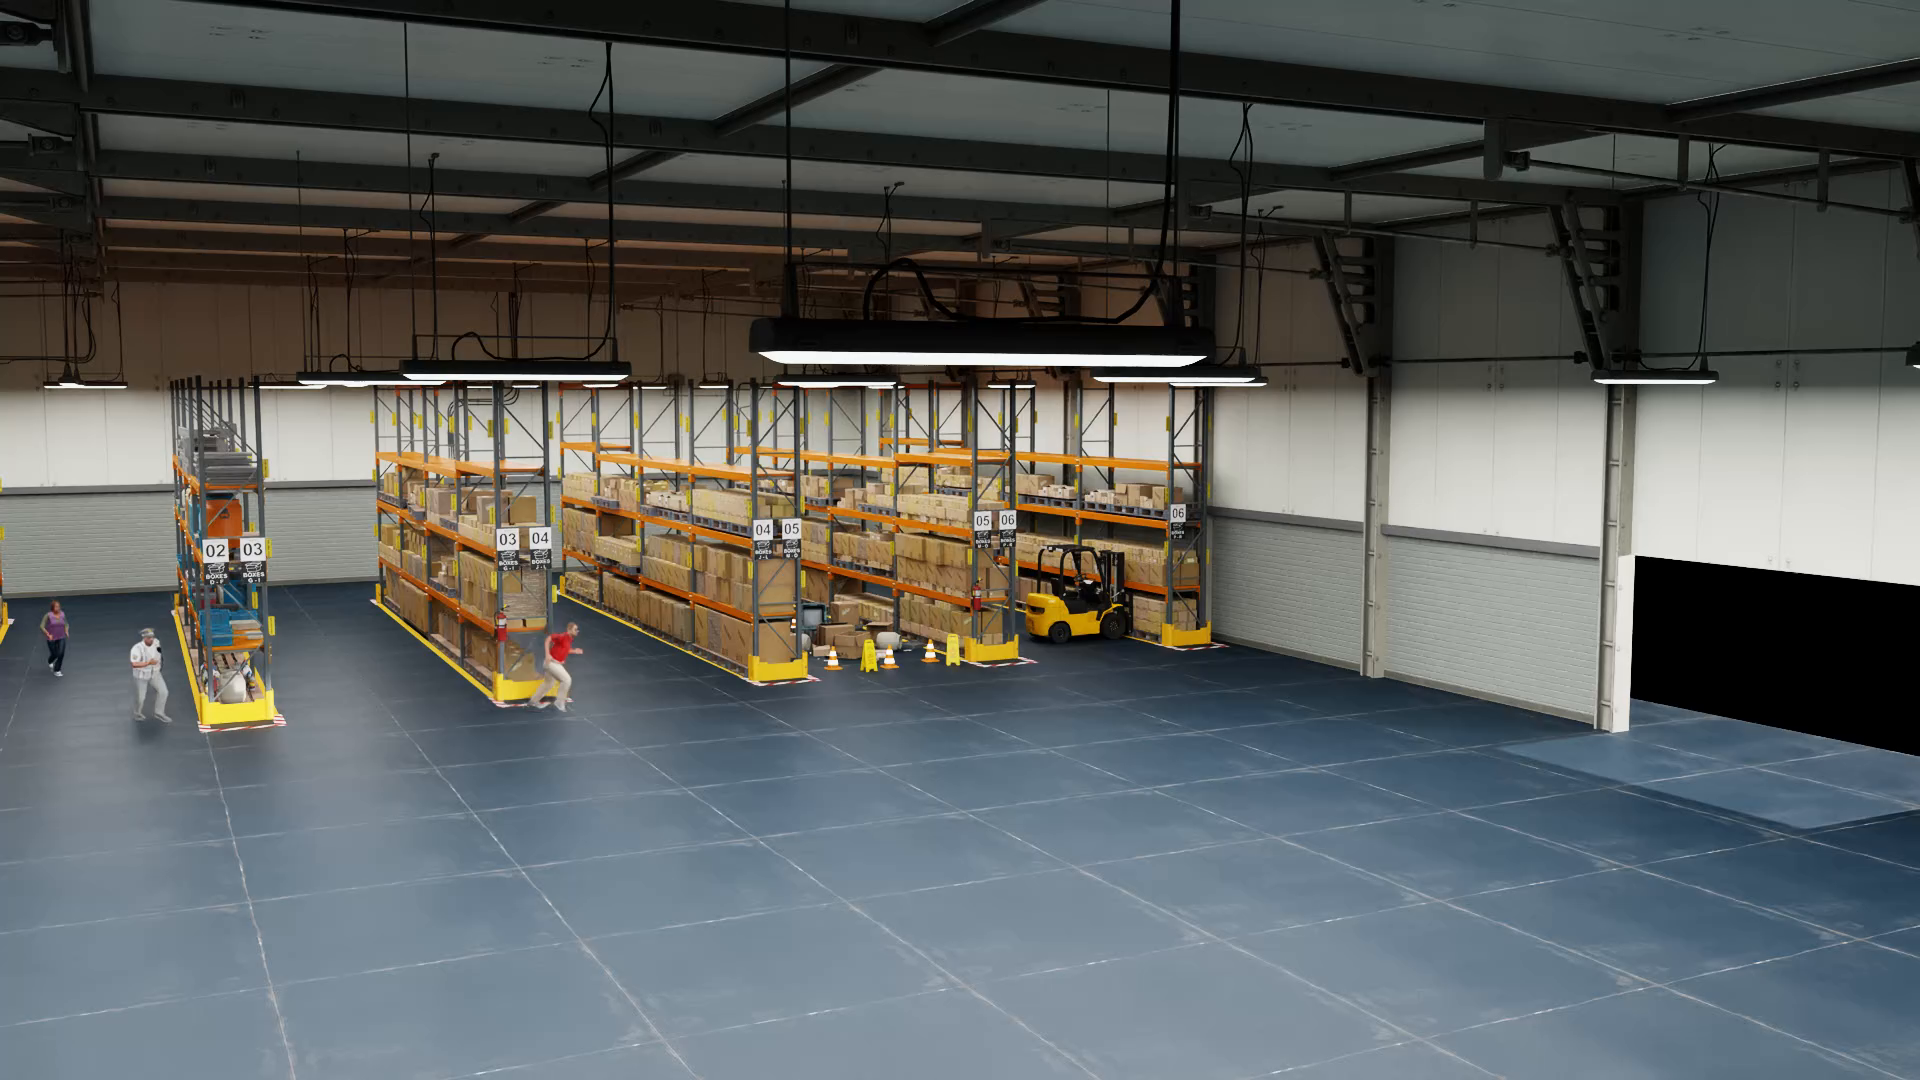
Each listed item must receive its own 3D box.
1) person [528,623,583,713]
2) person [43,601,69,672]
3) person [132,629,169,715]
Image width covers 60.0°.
[{"bbox_3d":[-7.261,2.310,29.744,1.016,1.673,0.711,0,5,4],"label":"person"},{"bbox_3d":[-18.268,1.948,33.552,0.533,1.459,0.503,5,7,45],"label":"person"},{"bbox_3d":[-14.062,2.267,28.692,0.820,1.563,0.507,4,7,41],"label":"person"}]
